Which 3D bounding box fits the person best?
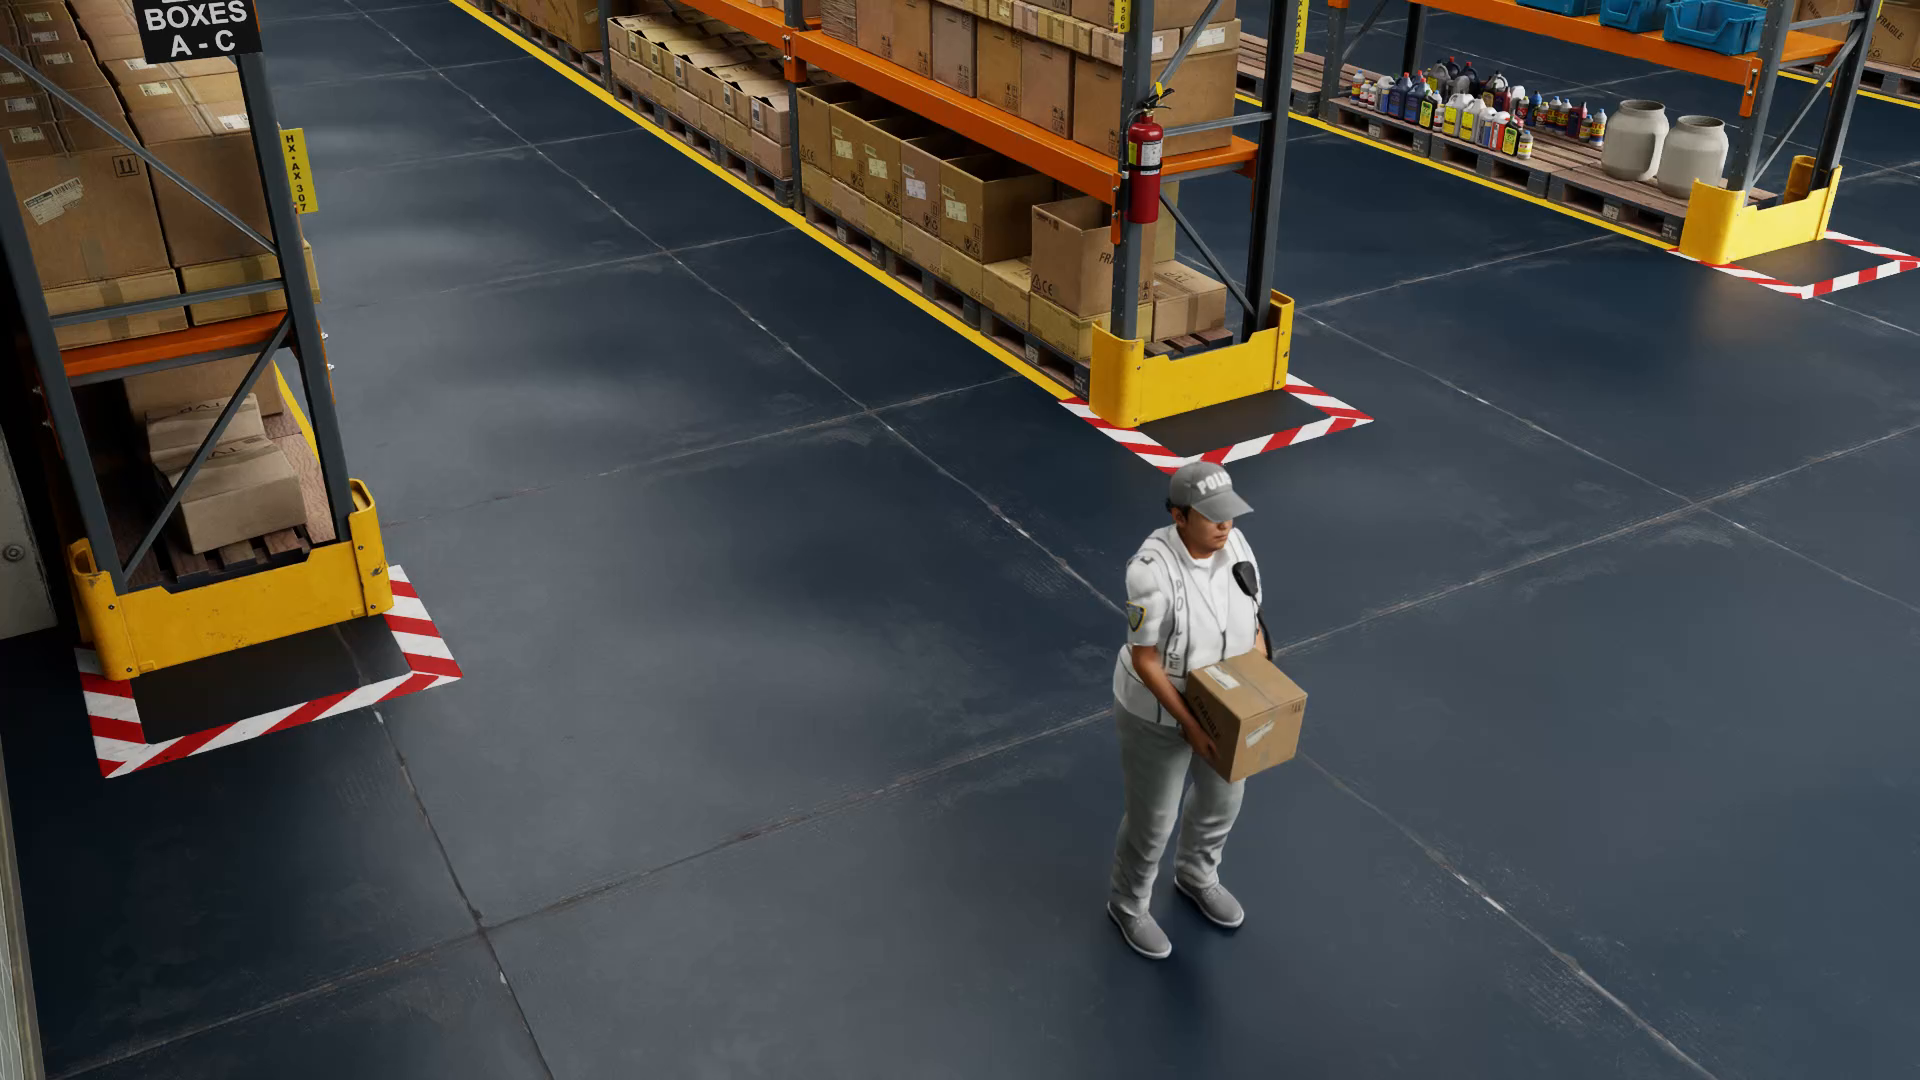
[{"bbox_3d":[0.740,0.543,5.146,0.476,1.666,0.531,-16,33,-26],"label":"person"}]
